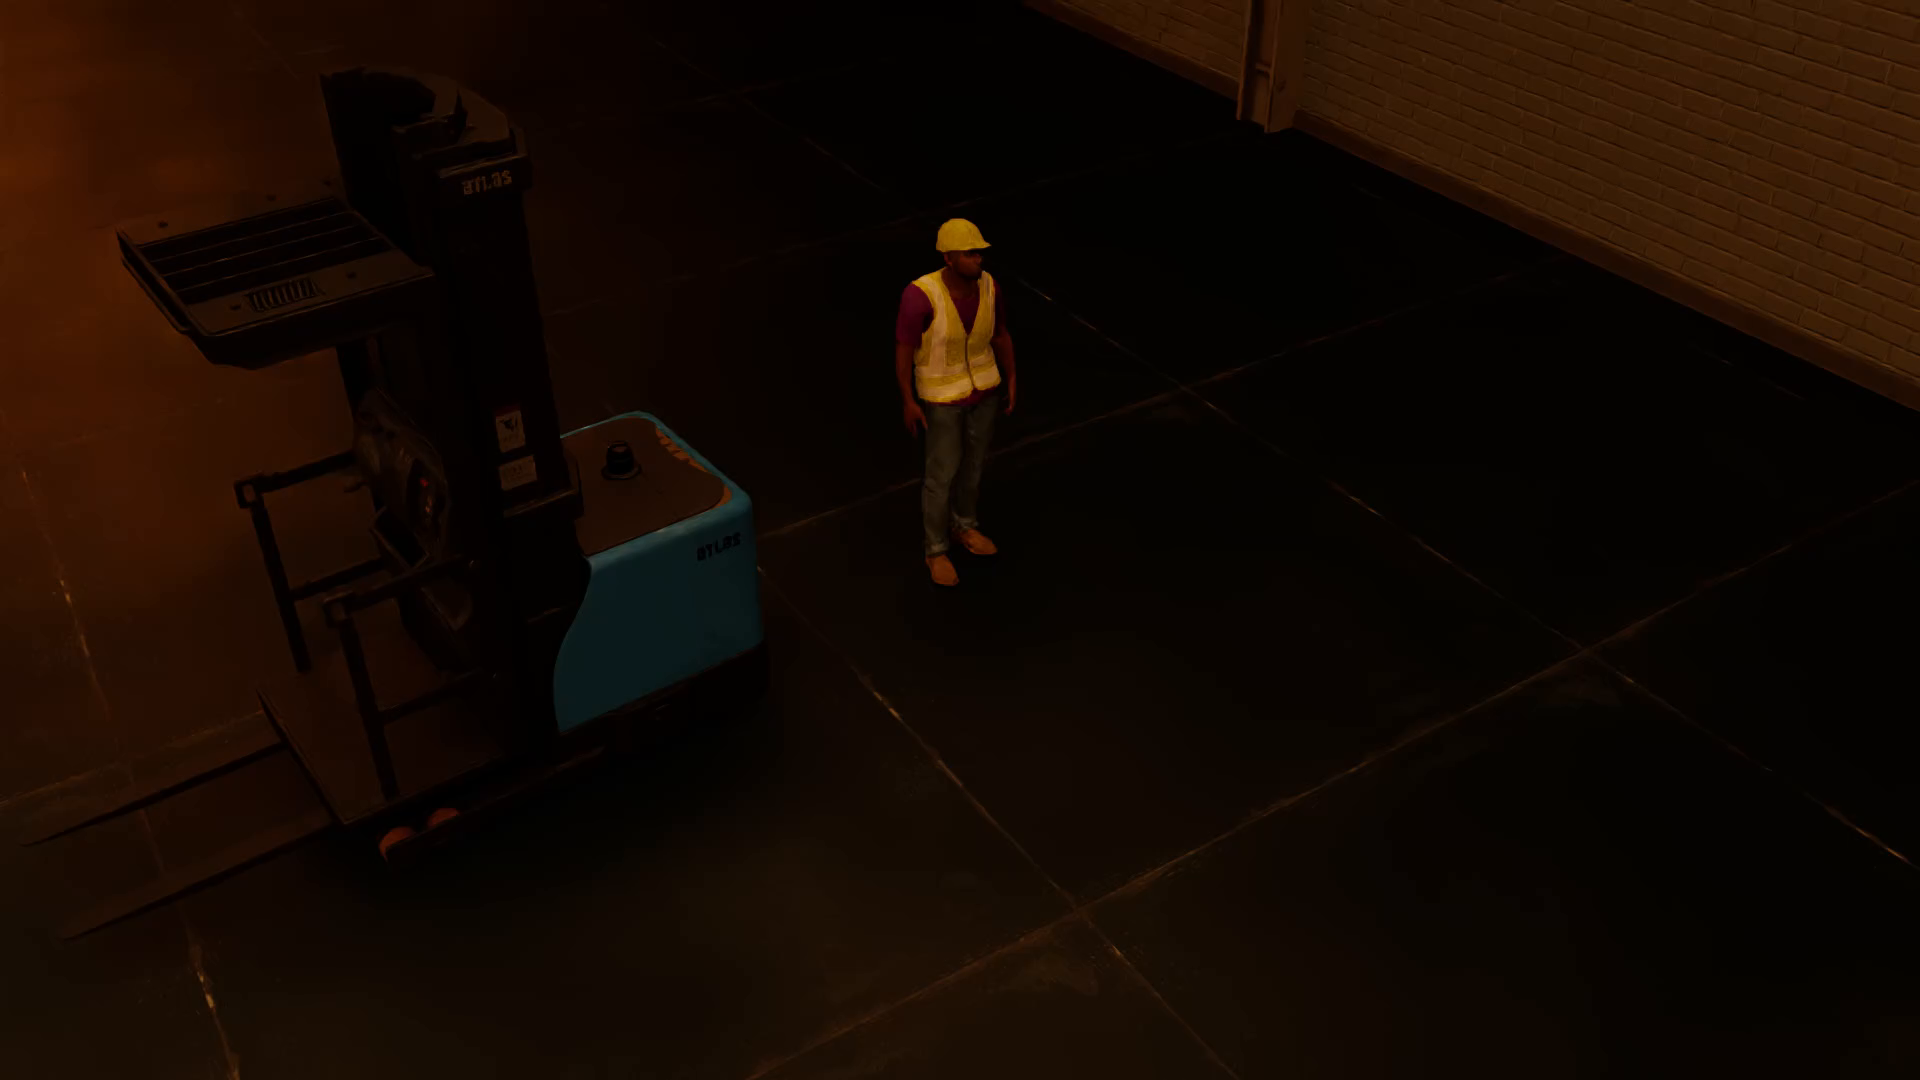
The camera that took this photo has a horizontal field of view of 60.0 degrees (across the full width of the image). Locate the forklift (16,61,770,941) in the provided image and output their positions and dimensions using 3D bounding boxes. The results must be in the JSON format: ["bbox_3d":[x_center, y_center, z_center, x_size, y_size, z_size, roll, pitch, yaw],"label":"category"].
[{"bbox_3d":[-2.354,-0.208,6.443,3.031,2.935,1.130,-24,41,-30],"label":"forklift"}]

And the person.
[{"bbox_3d":[0.033,-0.693,8.135,0.665,1.766,0.576,-21,40,-27],"label":"person"}]
